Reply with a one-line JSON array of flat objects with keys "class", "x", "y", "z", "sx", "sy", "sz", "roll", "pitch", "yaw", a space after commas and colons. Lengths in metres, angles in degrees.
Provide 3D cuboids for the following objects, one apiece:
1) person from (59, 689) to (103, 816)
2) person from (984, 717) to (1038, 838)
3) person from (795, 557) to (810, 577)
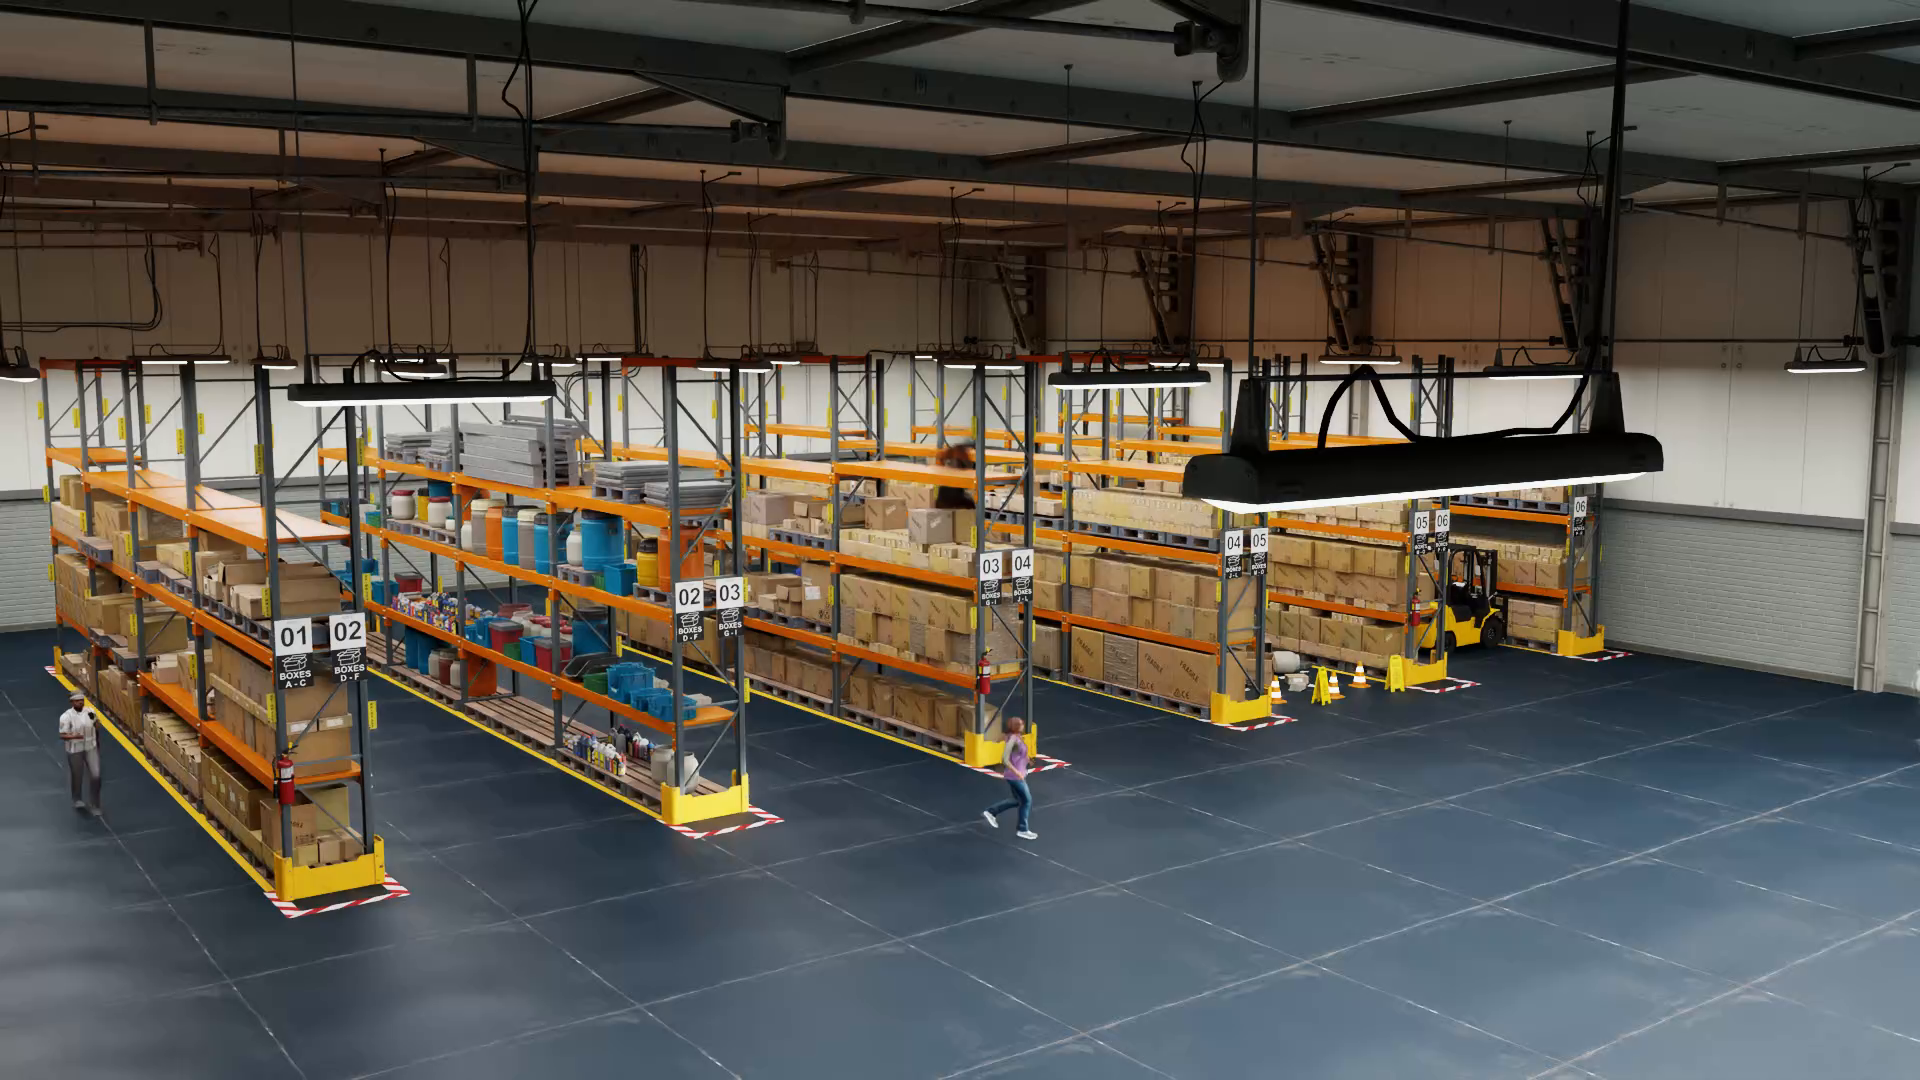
[{"class": "person", "x": -11.733, "y": 2.842, "z": 22.228, "sx": 0.554, "sy": 1.751, "sz": 0.746, "roll": -6, "pitch": 9, "yaw": -40}, {"class": "person", "x": 0.645, "y": 3.023, "z": 21.186, "sx": 0.697, "sy": 1.590, "sz": 0.533, "roll": 0, "pitch": 7, "yaw": 2}, {"class": "person", "x": -3.410, "y": 1.195, "z": 36.117, "sx": 0.600, "sy": 1.679, "sz": 0.925, "roll": -6, "pitch": 9, "yaw": -42}]
